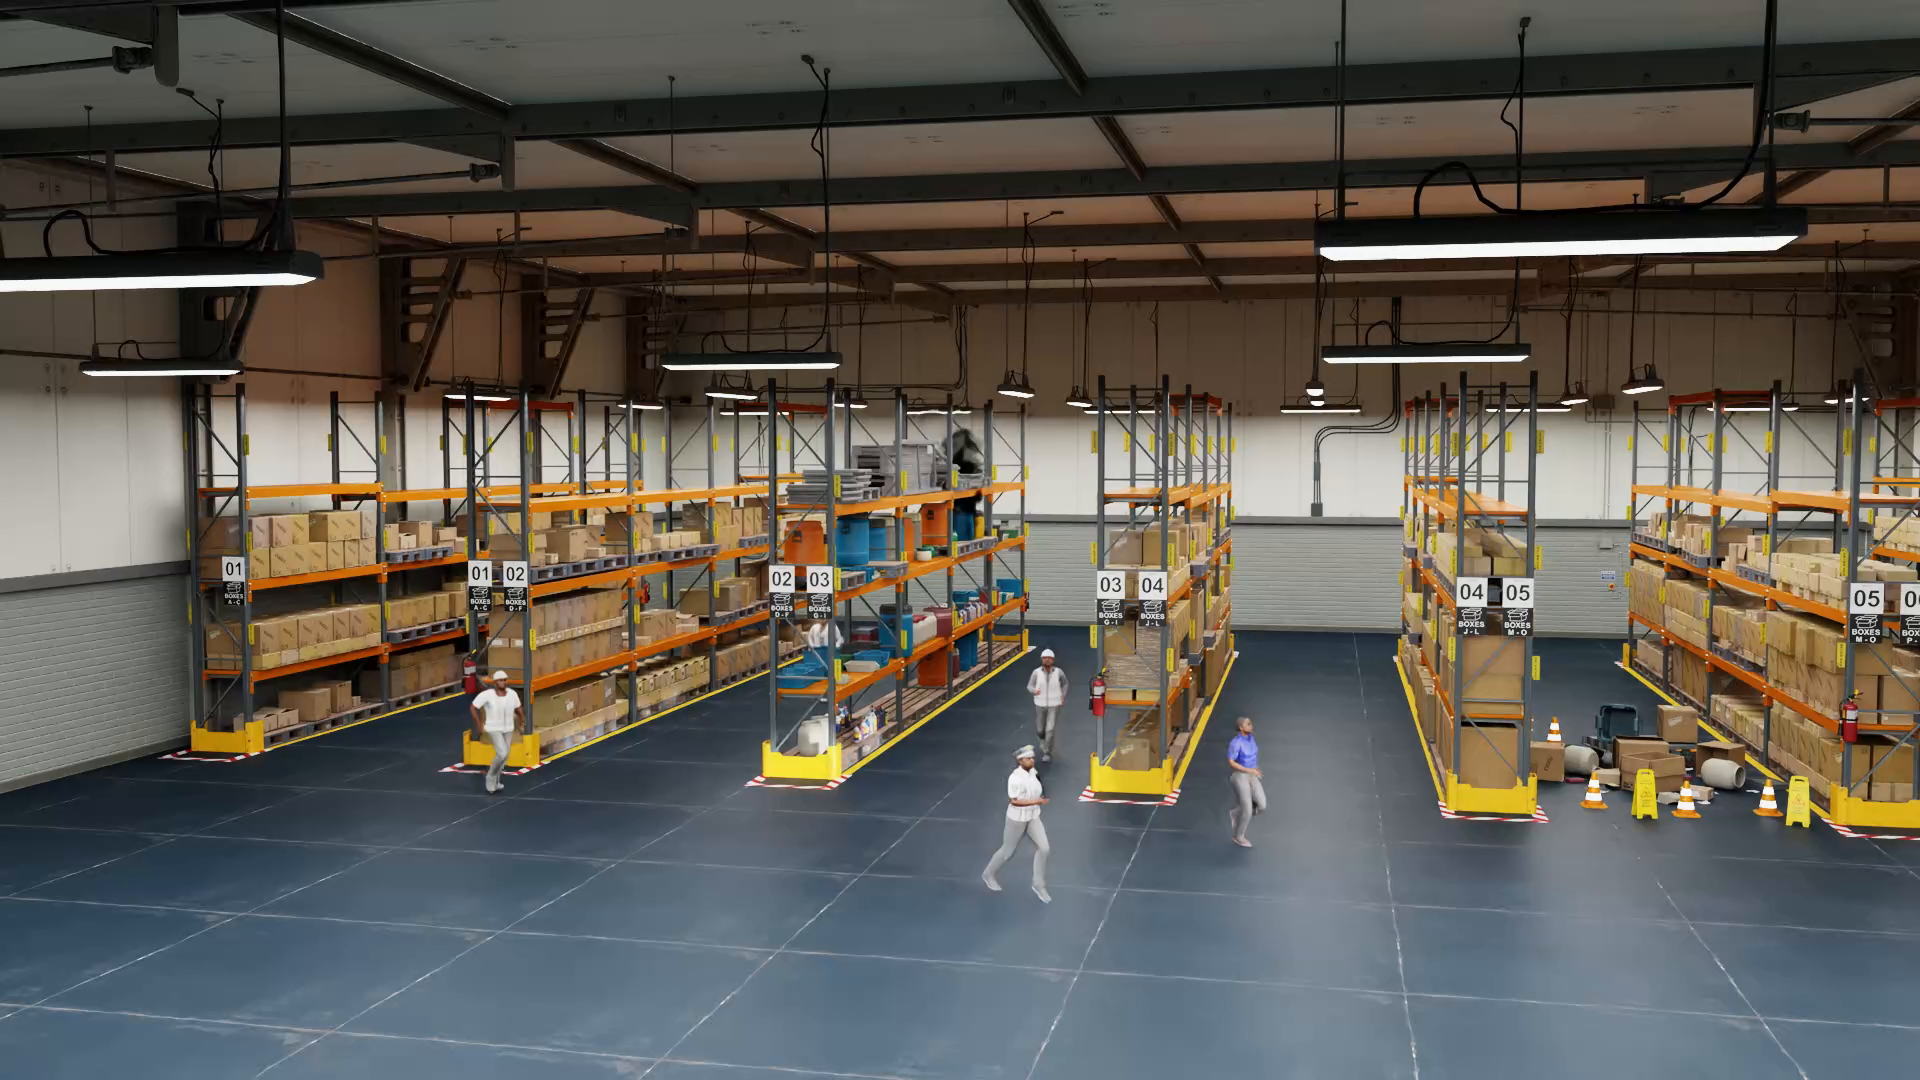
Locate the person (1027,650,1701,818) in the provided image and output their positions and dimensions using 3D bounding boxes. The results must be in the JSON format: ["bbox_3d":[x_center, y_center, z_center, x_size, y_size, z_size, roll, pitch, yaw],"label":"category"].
[{"bbox_3d":[-2.514,0.809,20.931,24.493,6.000,12.569,0,3,7],"label":"person"}]

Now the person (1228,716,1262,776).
[{"bbox_3d":[3.610,2.637,20.757,0.484,0.849,0.613,3,4,43],"label":"person"}]

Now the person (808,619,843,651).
[{"bbox_3d":[-2.665,2.243,32.480,0.707,1.678,0.574,1,3,9],"label":"person"}]

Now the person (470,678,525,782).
[{"bbox_3d":[-6.603,2.731,23.961,0.671,1.627,0.697,3,4,42],"label":"person"}]

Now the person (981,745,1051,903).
[{"bbox_3d":[0.639,3.108,18.402,0.833,1.746,0.536,3,5,44],"label":"person"}]
